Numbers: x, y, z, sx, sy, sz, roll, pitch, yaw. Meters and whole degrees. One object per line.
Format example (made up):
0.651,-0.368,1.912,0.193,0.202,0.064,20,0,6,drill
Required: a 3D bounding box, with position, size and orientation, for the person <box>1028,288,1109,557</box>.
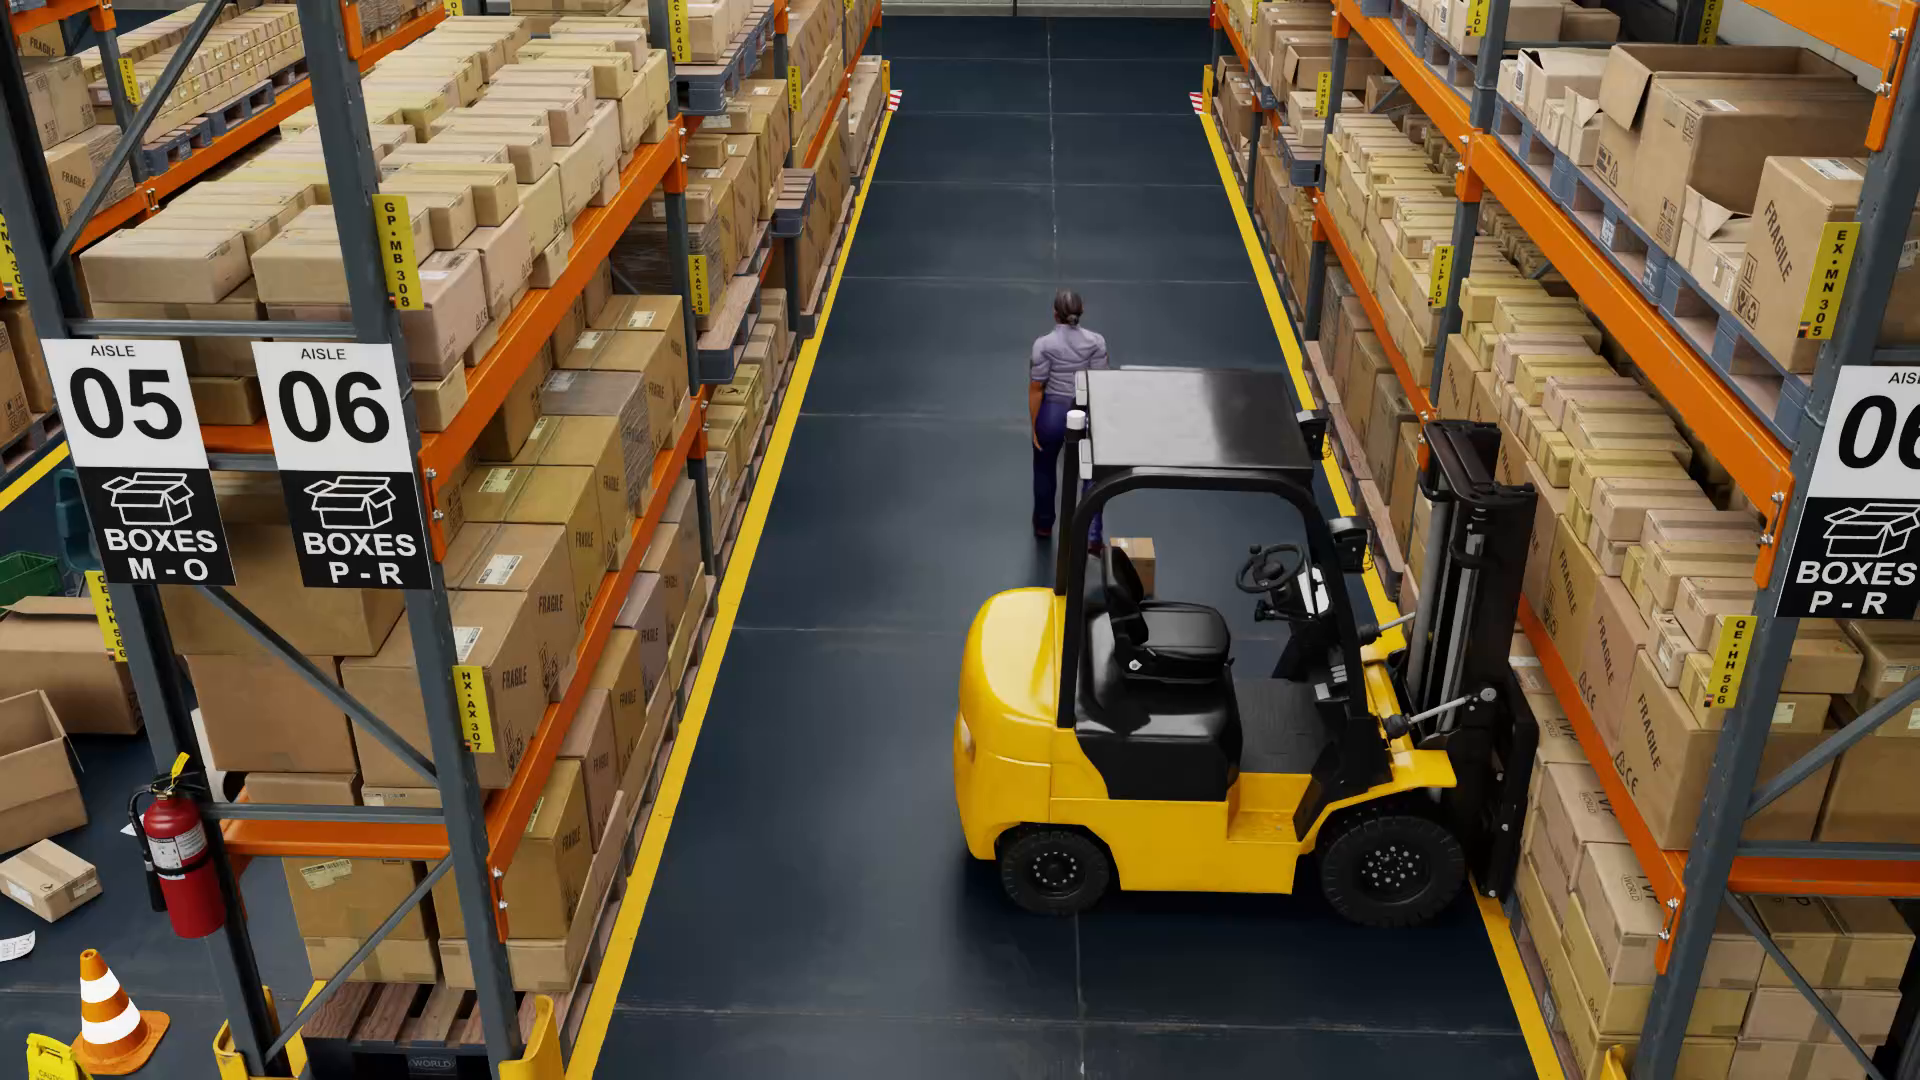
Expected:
0.677,-0.669,9.880,0.552,1.610,0.844,1,28,1,person
